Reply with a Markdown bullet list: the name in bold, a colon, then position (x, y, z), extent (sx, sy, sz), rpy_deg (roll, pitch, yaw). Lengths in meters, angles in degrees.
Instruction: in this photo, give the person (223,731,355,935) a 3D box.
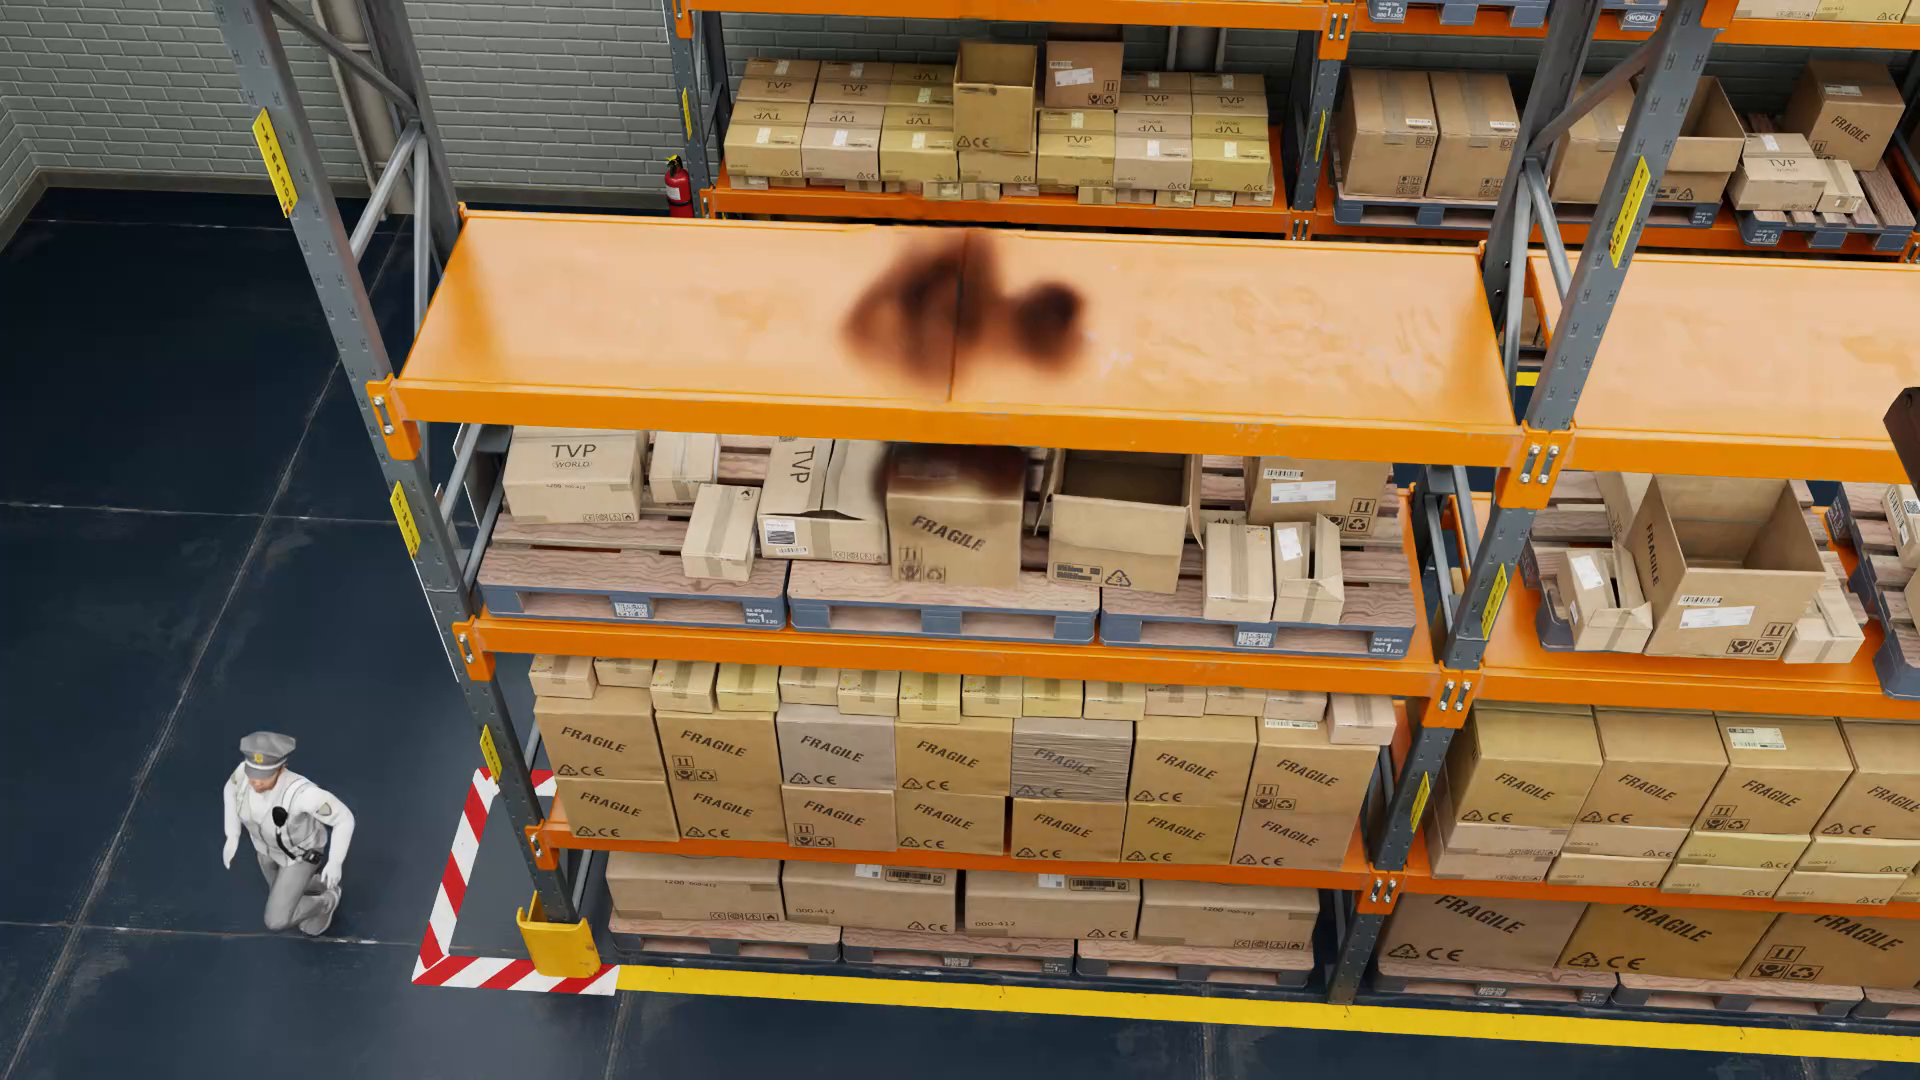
- **person**: position (-3.348, 1.547, 8.245), extent (0.669, 1.643, 0.548), rpy_deg (23, 52, 20)
